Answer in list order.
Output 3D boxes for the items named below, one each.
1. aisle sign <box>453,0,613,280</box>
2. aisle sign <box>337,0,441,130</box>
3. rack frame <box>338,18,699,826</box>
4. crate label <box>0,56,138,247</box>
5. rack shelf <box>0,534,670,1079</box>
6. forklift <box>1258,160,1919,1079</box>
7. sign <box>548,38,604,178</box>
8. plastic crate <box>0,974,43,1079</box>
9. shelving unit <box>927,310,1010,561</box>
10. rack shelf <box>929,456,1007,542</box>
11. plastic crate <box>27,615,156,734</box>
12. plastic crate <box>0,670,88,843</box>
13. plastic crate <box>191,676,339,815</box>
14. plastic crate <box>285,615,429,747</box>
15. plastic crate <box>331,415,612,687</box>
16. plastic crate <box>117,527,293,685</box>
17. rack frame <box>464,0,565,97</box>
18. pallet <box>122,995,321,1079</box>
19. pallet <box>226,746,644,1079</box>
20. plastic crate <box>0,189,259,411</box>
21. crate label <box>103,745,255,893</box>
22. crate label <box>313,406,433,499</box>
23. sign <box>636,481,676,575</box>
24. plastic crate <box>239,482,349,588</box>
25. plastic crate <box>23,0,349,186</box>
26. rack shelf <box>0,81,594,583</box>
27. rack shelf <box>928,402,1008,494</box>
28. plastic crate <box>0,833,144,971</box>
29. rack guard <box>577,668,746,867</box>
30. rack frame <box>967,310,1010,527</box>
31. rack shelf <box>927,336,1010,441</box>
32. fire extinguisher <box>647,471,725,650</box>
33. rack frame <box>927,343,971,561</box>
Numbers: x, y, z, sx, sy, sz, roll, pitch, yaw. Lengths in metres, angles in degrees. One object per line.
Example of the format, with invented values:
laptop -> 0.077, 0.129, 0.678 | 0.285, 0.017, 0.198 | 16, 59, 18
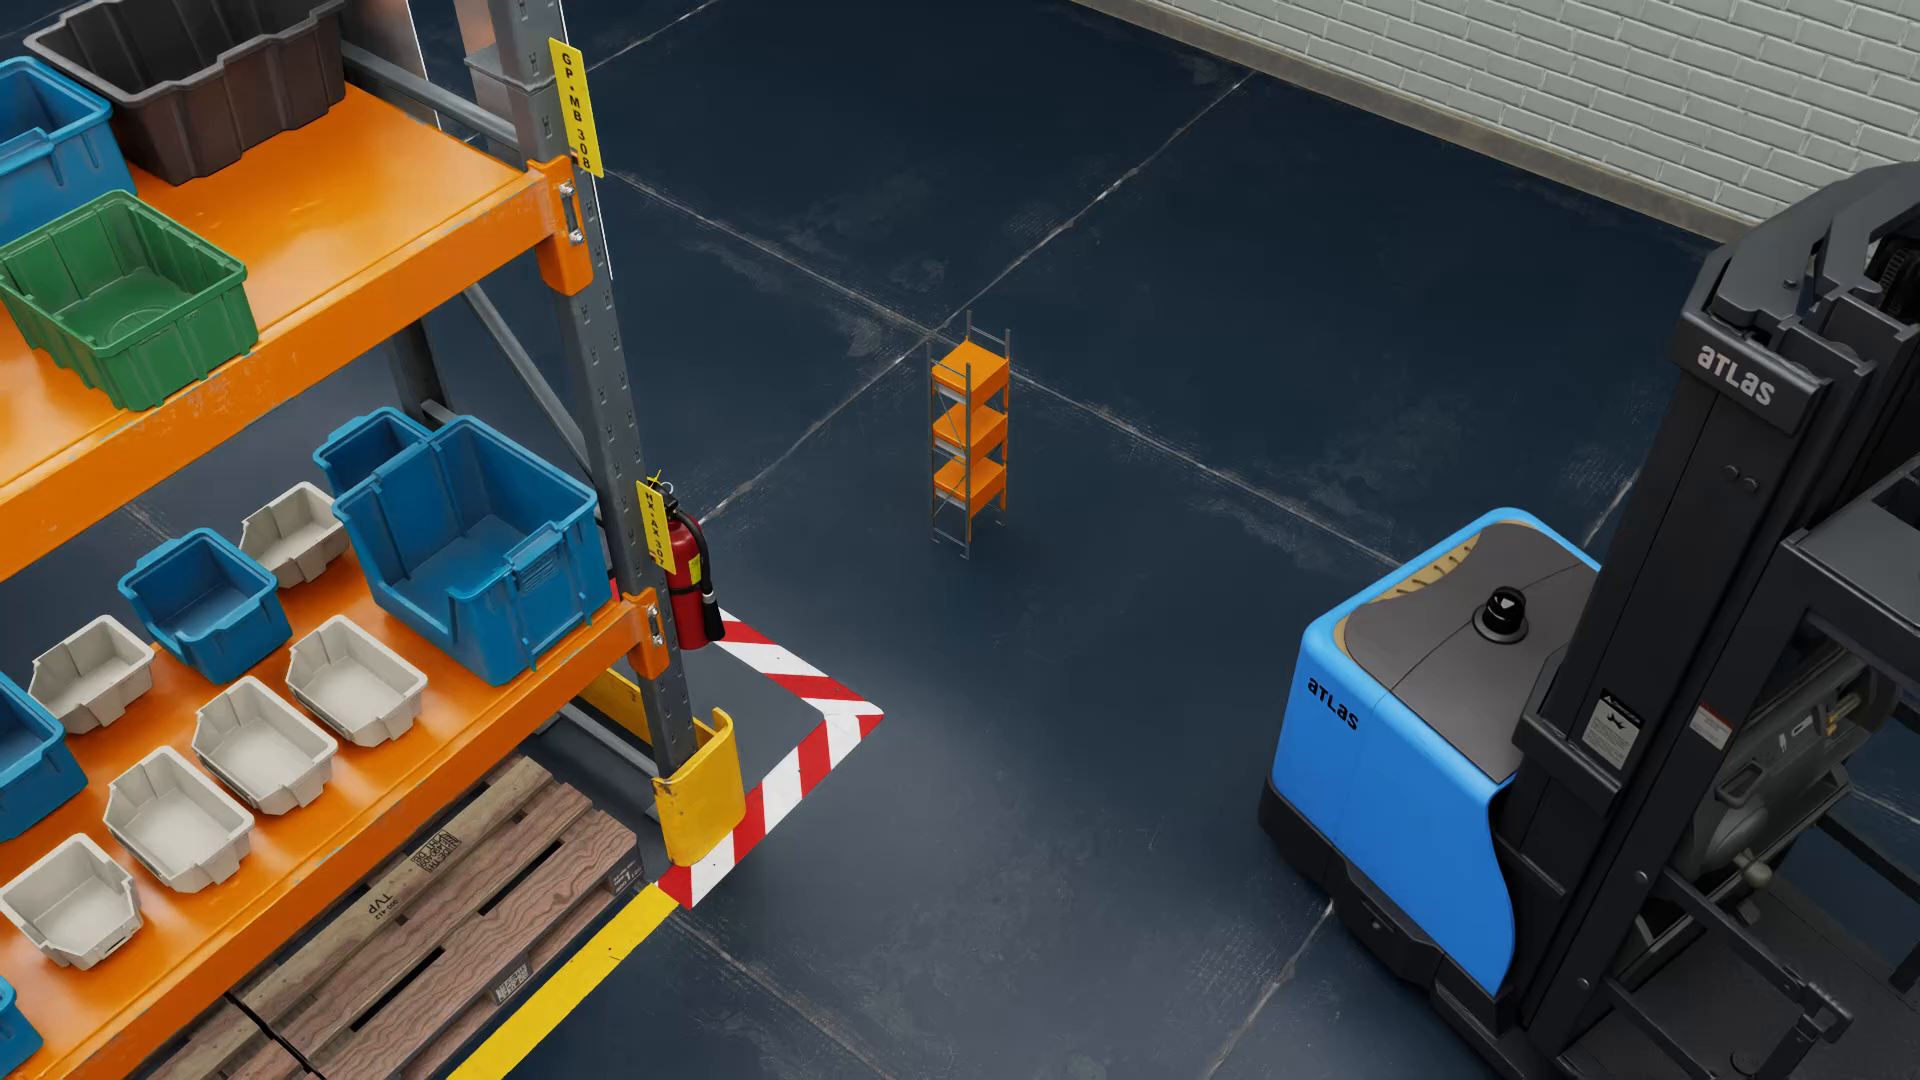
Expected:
aisle sign -> -1.038, -1.020, 4.017 | 0.394, 0.787, 0.004 | 29, 53, 25
aisle sign -> -1.505, -1.281, 4.266 | 0.394, 0.787, 0.004 | 29, 53, 25
rack frame -> -1.314, -0.210, 5.041 | 1.000, 3.000, 0.127 | 29, 53, 25
crate label -> -2.134, -0.810, 3.642 | 0.408, 0.251, 0.502 | 29, 53, 25
rack shelf -> -2.537, 1.183, 4.208 | 1.077, 0.370, 4.000 | 29, 53, 25
forklift -> 2.329, 0.661, 4.257 | 1.130, 2.935, 3.031 | -28, 52, -24
sign -> -0.869, -0.976, 3.771 | 0.100, 0.325, 0.005 | 29, 53, 25
plastic crate -> -2.367, 1.115, 3.849 | 0.416, 0.233, 0.300 | 29, 53, 25
shelving unit -> 0.033, -0.393, 6.564 | 0.215, 1.050, 0.252 | 29, 53, 25
rack shelf -> 0.033, -0.194, 6.773 | 0.215, 0.259, 0.240 | 29, 53, 25
plastic crate -> -2.402, 0.391, 4.608 | 0.250, 0.136, 0.298 | 29, 53, 25
plastic crate -> -2.531, 0.576, 4.364 | 0.416, 0.233, 0.300 | 29, 53, 25
plastic crate -> -1.858, 0.566, 4.440 | 0.396, 0.136, 0.243 | 29, 53, 25
plastic crate -> -1.670, 0.407, 4.592 | 0.396, 0.136, 0.243 | 29, 53, 25
plastic crate -> -1.371, 0.031, 4.745 | 0.616, 0.435, 0.499 | 29, 53, 25
plastic crate -> -2.128, 0.199, 4.724 | 0.416, 0.233, 0.300 | 29, 53, 25
rack frame -> -1.314, -2.282, 2.872 | 1.000, 3.000, 0.127 | 29, 53, 25
pallet -> -2.595, 1.903, 4.951 | 1.003, 0.211, 1.213 | 29, 53, 25
pallet -> -1.849, 1.208, 5.615 | 1.003, 0.211, 1.213 | 29, 53, 25
plastic crate -> -1.691, -0.482, 3.373 | 0.450, 0.188, 0.336 | 29, 53, 25
crate label -> -2.009, 0.737, 4.278 | 0.396, 0.136, 0.243 | 29, 53, 25
crate label -> -1.726, -0.177, 5.084 | 0.416, 0.233, 0.303 | 29, 53, 25
sign -> -0.869, -0.033, 4.759 | 0.100, 0.325, 0.005 | 29, 53, 25
plastic crate -> -1.987, 0.003, 4.978 | 0.250, 0.136, 0.298 | 29, 53, 25
plastic crate -> -1.770, -1.104, 3.911 | 0.497, 0.269, 0.590 | 29, 53, 25
rack shelf -> -2.537, 0.147, 3.123 | 1.077, 0.370, 4.000 | 29, 53, 25
rack shelf -> 0.033, -0.386, 6.572 | 0.215, 0.259, 0.240 | 29, 53, 25
plastic crate -> -2.175, 0.914, 4.108 | 0.298, 0.136, 0.250 | 29, 53, 25
rack guard -> -1.310, 0.634, 5.964 | 1.175, 0.500, 0.348 | 29, 53, 25
rack frame -> 0.107, -0.463, 6.631 | 0.200, 1.050, 0.008 | 29, 53, 25
rack shelf -> 0.033, -0.582, 6.367 | 0.215, 0.259, 0.240 | 29, 53, 25
fire extinguisher -> -0.862, 0.060, 5.094 | 0.296, 0.674, 0.183 | 29, 53, 25
rack frame -> -0.042, -0.323, 6.498 | 0.200, 1.050, 0.008 | 29, 53, 25
